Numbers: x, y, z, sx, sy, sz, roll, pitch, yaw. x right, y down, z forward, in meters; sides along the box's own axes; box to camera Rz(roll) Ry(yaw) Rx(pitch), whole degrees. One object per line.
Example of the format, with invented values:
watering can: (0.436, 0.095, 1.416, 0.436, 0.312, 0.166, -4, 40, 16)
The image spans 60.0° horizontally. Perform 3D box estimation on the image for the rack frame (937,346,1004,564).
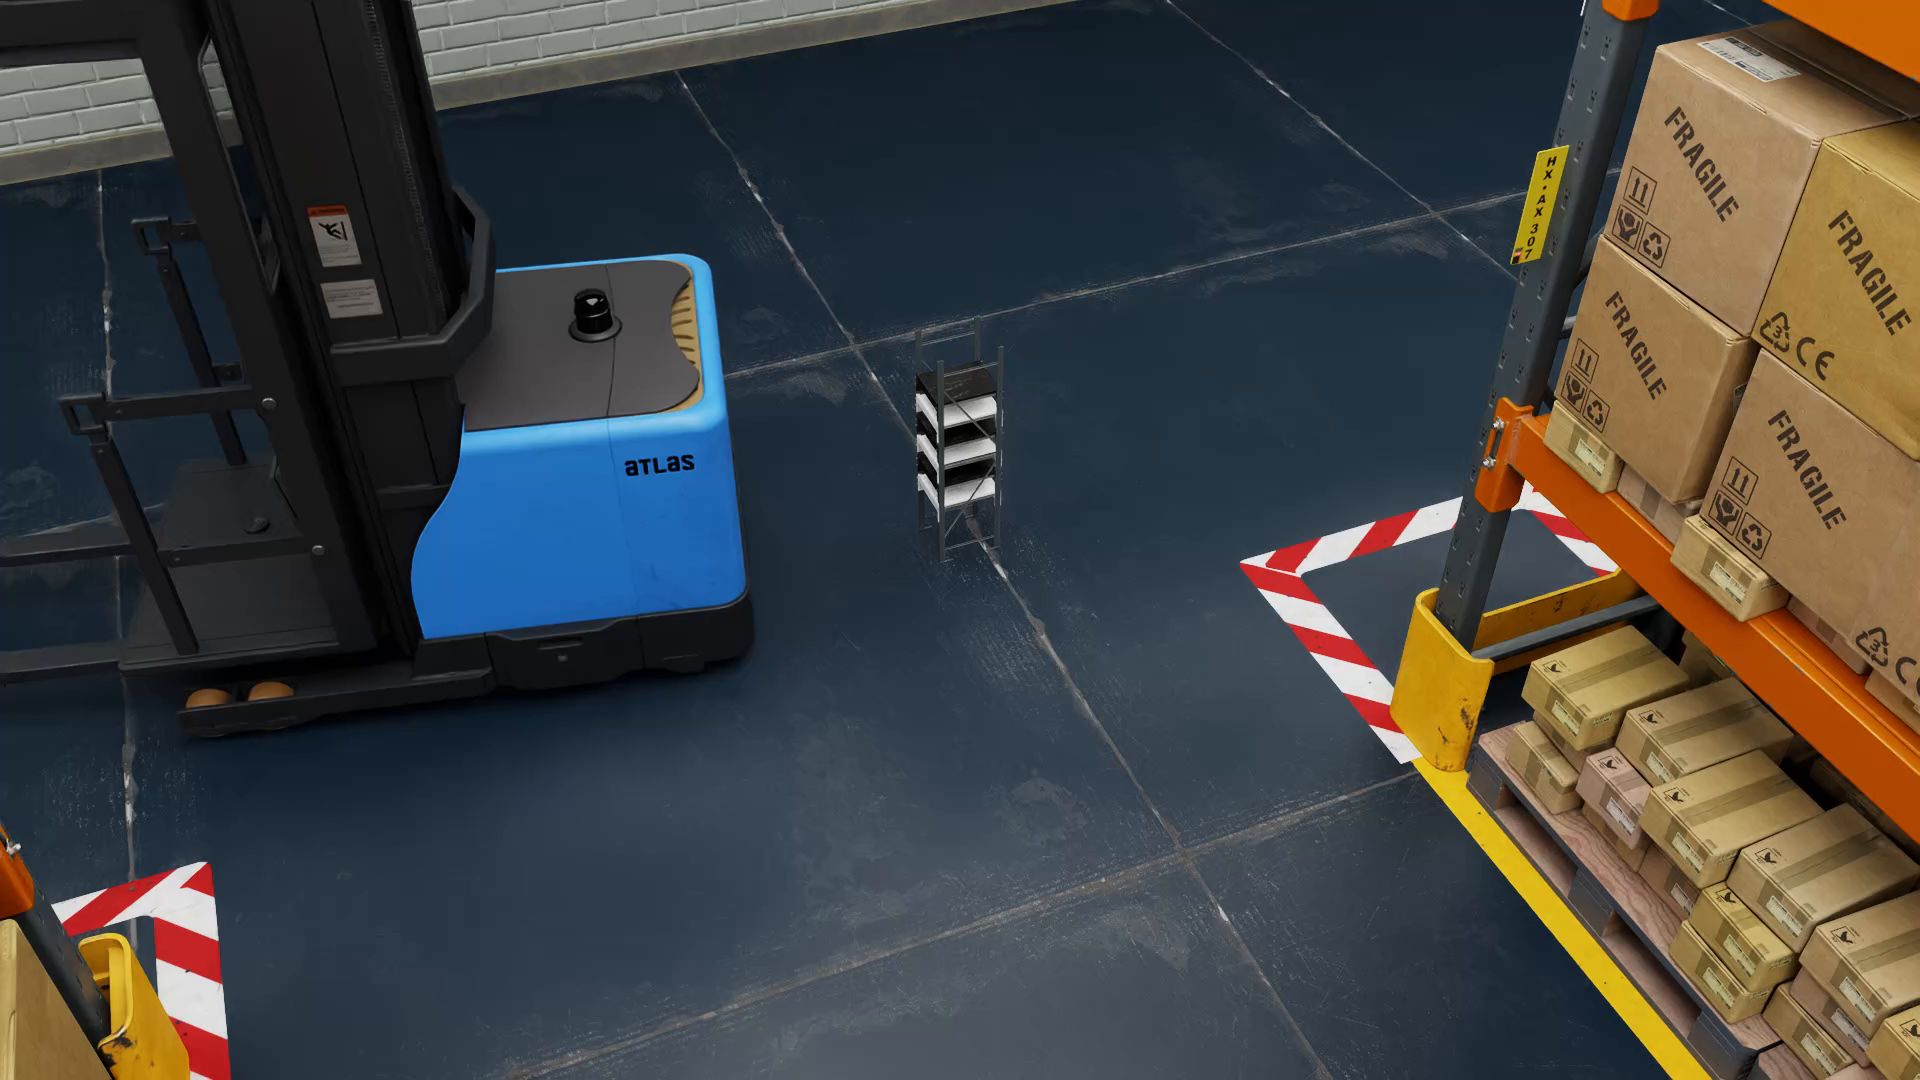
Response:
rack frame: (0.036, -0.285, 5.891, 0.240, 0.900, 0.006, -15, 43, -17)

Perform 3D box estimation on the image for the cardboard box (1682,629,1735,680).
cardboard box: (2.433, 0.284, 5.027, 0.380, 0.149, 0.250, -15, 43, -16)

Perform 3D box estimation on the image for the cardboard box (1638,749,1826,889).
cardboard box: (2.078, 0.749, 4.487, 0.380, 0.149, 0.250, -15, 43, -17)

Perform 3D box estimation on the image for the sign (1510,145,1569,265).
sign: (1.495, -0.860, 4.286, 0.100, 0.325, 0.005, -15, 43, -17)

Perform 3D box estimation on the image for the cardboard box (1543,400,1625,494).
cardboard box: (1.818, -0.295, 4.485, 0.380, 0.149, 0.250, -15, 43, -17)

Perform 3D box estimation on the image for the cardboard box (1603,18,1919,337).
cardboard box: (1.923, -0.861, 3.878, 0.500, 0.500, 0.500, -15, 43, -17)

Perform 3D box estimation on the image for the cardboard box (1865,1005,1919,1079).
cardboard box: (2.405, 1.217, 3.942, 0.380, 0.149, 0.250, -14, 43, -16)

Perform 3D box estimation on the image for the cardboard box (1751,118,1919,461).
cardboard box: (2.122, -0.558, 3.527, 0.500, 0.500, 0.500, -14, 43, -16)

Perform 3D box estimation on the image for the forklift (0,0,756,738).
forklift: (-2.273, -0.832, 4.970, 3.031, 2.935, 1.130, -6, 41, -7)

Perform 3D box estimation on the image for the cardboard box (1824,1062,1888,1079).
cardboard box: (2.376, 1.418, 4.165, 0.380, 0.149, 0.250, -17, 44, -19)

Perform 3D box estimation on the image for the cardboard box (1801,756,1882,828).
cardboard box: (2.663, 0.701, 4.771, 0.380, 0.149, 0.250, -17, 43, -19)

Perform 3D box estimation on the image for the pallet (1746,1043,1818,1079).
pallet: (2.767, 1.668, 4.149, 1.003, 0.211, 1.213, -15, 43, -17)

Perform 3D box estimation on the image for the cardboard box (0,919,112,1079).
cardboard box: (-2.306, 1.521, 3.488, 0.875, 0.875, 0.875, -15, 43, -17)

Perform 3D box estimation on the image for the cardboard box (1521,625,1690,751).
cardboard box: (1.883, 0.429, 4.859, 0.380, 0.149, 0.250, -17, 44, -19)

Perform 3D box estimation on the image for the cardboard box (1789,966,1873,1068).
cardboard box: (2.375, 1.143, 4.256, 0.380, 0.149, 0.250, -17, 44, -19)

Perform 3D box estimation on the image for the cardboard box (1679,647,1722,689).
cardboard box: (2.462, 0.388, 5.134, 0.380, 0.149, 0.250, -16, 43, -18)

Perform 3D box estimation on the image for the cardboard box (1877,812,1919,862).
cardboard box: (2.733, 0.746, 4.490, 0.380, 0.149, 0.250, -17, 43, -19)

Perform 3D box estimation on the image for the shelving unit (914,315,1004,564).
shelving unit: (-0.003, -0.346, 5.962, 0.258, 0.900, 0.210, -15, 43, -17)

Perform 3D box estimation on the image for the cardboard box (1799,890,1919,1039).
cardboard box: (2.347, 1.047, 4.140, 0.380, 0.149, 0.250, -14, 43, -15)

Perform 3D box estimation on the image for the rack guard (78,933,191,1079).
rack guard: (-2.634, 1.442, 4.189, 1.175, 0.500, 0.348, -15, 43, -17)

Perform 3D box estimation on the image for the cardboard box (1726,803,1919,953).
cardboard box: (2.249, 0.878, 4.337, 0.380, 0.149, 0.250, -17, 44, -19)

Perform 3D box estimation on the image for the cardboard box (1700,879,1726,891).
cardboard box: (2.188, 0.826, 4.626, 0.380, 0.149, 0.250, -15, 43, -16)

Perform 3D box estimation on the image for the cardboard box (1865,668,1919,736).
cardboard box: (2.314, 0.315, 3.776, 0.380, 0.149, 0.250, -16, 43, -17)

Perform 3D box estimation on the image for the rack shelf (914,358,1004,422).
rack shelf: (-0.003, -0.526, 5.808, 0.258, 0.077, 0.200, -15, 43, -17)

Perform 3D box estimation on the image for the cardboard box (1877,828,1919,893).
cardboard box: (2.671, 0.888, 4.553, 0.380, 0.149, 0.250, -16, 43, -17)

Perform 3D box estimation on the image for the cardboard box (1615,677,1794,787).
cardboard box: (2.100, 0.565, 4.700, 0.380, 0.149, 0.250, -14, 43, -16)

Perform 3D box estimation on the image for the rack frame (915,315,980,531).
rack frame: (-0.042, -0.407, 6.034, 0.240, 0.900, 0.006, -15, 43, -17)

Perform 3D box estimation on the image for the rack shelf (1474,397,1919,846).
rack shelf: (2.762, 0.810, 3.559, 1.077, 0.370, 4.000, -15, 43, -17)

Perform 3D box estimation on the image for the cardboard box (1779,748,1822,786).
cardboard box: (2.513, 0.559, 4.936, 0.380, 0.149, 0.250, -16, 43, -18)

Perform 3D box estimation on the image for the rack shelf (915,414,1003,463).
rack shelf: (-0.003, -0.389, 5.925, 0.258, 0.077, 0.200, -15, 43, -17)

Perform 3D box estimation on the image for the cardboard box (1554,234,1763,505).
cardboard box: (1.913, -0.479, 4.201, 0.500, 0.500, 0.500, -13, 42, -15)

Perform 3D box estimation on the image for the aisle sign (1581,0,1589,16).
aisle sign: (1.692, -1.622, 3.842, 0.394, 0.787, 0.004, -15, 43, -17)

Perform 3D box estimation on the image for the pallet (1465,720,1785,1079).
pallet: (2.304, 0.934, 5.002, 1.003, 0.211, 1.213, -15, 43, -17)

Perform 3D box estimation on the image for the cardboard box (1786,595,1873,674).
cardboard box: (2.233, 0.145, 3.973, 0.380, 0.149, 0.250, -13, 42, -15)

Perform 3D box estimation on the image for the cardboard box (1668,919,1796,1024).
cardboard box: (2.175, 1.116, 4.516, 0.380, 0.149, 0.250, -15, 43, -16)

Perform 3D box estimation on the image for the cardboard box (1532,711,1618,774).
cardboard box: (1.960, 0.521, 4.980, 0.380, 0.149, 0.250, -13, 42, -15)

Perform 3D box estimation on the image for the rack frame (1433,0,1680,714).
rack frame: (1.997, -0.667, 4.726, 1.000, 3.000, 0.127, -15, 43, -17)

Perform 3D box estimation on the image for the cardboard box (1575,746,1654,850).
cardboard box: (2.013, 0.700, 4.771, 0.380, 0.149, 0.250, -15, 43, -17)

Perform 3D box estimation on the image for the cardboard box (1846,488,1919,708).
cardboard box: (2.317, 0.136, 3.487, 0.500, 0.500, 0.500, -15, 43, -16)

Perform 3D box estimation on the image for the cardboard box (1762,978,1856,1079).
cardboard box: (2.361, 1.246, 4.365, 0.380, 0.149, 0.250, -15, 43, -17)

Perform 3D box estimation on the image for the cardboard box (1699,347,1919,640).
cardboard box: (2.142, -0.163, 3.834, 0.500, 0.500, 0.500, -15, 43, -17)

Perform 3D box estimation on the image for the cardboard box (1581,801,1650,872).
cardboard box: (2.077, 0.787, 4.899, 0.380, 0.149, 0.250, -15, 43, -17)

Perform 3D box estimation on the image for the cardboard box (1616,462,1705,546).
cardboard box: (1.953, -0.152, 4.319, 0.380, 0.149, 0.250, -14, 43, -15)

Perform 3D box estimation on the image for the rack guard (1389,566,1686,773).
rack guard: (2.026, 0.326, 5.487, 1.175, 0.500, 0.348, -15, 43, -17)

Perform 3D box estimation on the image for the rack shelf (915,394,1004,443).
rack shelf: (-0.003, -0.457, 5.867, 0.258, 0.077, 0.200, -15, 43, -17)

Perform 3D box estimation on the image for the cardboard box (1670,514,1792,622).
cardboard box: (2.007, 0.023, 4.115, 0.380, 0.149, 0.250, -16, 43, -18)

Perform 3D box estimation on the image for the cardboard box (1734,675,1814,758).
cardboard box: (2.476, 0.450, 4.834, 0.380, 0.149, 0.250, -14, 43, -16)

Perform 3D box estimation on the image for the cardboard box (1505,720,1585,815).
cardboard box: (1.901, 0.650, 5.058, 0.380, 0.149, 0.250, -14, 43, -16)

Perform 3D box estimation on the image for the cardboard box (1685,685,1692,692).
cardboard box: (2.391, 0.519, 5.210, 0.380, 0.149, 0.250, -14, 43, -16)

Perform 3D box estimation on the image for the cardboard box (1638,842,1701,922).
cardboard box: (2.179, 0.935, 4.727, 0.380, 0.149, 0.250, -15, 43, -16)

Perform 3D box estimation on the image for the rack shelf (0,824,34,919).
rack shelf: (-1.859, 1.987, 2.191, 1.077, 0.370, 4.000, -15, 43, -17)

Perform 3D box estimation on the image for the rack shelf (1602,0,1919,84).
rack shelf: (2.762, -0.327, 2.581, 1.077, 0.370, 4.000, -15, 43, -17)

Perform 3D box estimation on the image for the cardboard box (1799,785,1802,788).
cardboard box: (2.583, 0.649, 5.059, 0.380, 0.149, 0.250, -14, 43, -16)

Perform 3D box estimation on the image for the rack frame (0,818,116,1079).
rack frame: (-2.621, 0.508, 3.358, 0.949, 2.616, 0.053, -15, 43, -17)

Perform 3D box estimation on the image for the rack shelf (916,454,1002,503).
rack shelf: (-0.003, -0.253, 6.043, 0.258, 0.077, 0.200, -15, 43, -17)

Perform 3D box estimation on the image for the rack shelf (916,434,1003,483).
rack shelf: (-0.003, -0.321, 5.984, 0.258, 0.077, 0.200, -15, 43, -17)

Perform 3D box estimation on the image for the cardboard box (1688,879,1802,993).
cardboard box: (2.186, 1.007, 4.414, 0.380, 0.149, 0.250, -14, 43, -16)

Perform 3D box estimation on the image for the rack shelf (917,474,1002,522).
rack shelf: (-0.003, -0.184, 6.101, 0.258, 0.077, 0.200, -15, 43, -17)
